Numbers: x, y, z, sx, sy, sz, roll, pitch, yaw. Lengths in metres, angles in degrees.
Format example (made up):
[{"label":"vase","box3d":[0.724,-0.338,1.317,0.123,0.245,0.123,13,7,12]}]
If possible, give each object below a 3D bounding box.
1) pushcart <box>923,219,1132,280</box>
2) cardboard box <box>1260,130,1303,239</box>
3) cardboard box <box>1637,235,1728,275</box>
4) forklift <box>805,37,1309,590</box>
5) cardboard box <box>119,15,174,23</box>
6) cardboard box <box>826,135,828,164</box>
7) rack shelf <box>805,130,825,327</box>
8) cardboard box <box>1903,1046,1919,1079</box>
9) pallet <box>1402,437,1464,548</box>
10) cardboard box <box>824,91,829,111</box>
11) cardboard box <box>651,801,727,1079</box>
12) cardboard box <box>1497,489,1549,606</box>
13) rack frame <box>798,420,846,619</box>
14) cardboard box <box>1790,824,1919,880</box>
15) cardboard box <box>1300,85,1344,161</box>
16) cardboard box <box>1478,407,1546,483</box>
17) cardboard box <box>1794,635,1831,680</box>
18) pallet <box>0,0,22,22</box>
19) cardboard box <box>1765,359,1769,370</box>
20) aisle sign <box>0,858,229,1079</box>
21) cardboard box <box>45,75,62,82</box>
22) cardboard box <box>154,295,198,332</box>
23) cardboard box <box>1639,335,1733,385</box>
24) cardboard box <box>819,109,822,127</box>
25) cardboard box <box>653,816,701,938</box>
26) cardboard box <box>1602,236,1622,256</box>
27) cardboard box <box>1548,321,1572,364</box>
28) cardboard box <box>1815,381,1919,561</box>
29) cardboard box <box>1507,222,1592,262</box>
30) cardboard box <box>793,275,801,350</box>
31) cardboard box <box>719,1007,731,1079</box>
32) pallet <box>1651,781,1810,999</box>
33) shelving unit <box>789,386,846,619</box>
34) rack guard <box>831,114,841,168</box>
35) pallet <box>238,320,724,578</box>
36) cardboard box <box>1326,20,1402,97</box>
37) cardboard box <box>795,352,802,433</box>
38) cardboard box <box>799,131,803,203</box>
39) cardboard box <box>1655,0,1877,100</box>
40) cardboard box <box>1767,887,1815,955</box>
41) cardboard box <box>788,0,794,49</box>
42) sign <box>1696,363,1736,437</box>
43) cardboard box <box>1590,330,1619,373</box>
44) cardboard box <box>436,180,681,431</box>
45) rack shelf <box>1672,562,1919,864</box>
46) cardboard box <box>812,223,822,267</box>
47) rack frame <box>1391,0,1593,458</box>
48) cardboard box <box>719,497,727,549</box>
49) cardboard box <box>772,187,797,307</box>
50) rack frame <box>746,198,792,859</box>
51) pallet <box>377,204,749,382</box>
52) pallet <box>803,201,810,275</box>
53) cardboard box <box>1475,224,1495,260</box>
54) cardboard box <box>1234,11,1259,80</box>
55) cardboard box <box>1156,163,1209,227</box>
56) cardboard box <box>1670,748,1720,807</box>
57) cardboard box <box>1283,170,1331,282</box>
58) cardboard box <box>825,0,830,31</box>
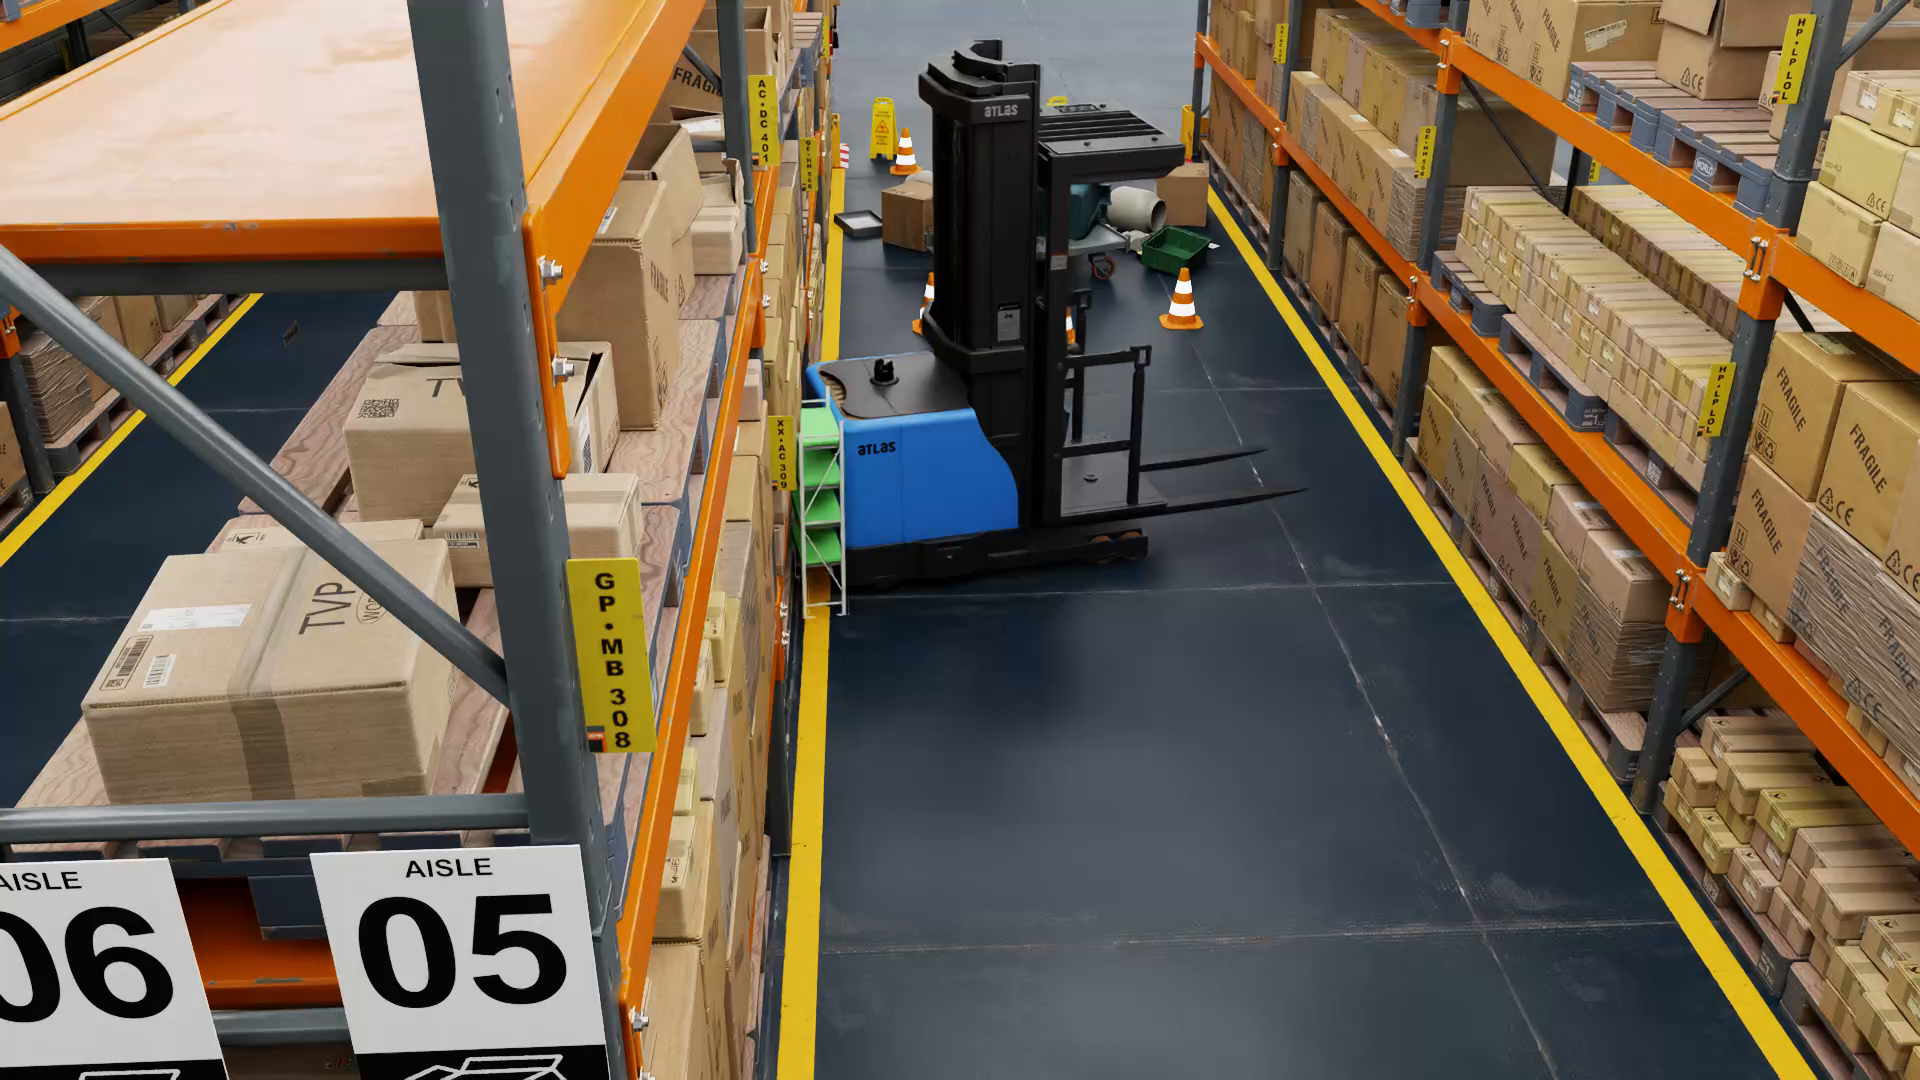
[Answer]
[{"label":"pushcart","box3d":[0.592,-2.523,14.678,1.648,0.377,0.936,-11,30,-20]},{"label":"cardboard box","box3d":[3.292,-3.310,15.195,0.875,0.875,0.875,-1,28,-2]},{"label":"cardboard box","box3d":[3.997,-1.578,9.205,0.380,0.149,0.250,-1,28,-3]},{"label":"forklift","box3d":[0.634,-1.383,9.732,3.031,2.935,1.130,-8,28,-14]},{"label":"cardboard box","box3d":[-7.032,-4.442,14.392,0.380,0.149,0.250,-2,28,-4]},{"label":"cardboard box","box3d":[-1.484,-3.433,15.296,0.500,0.500,0.500,0,28,-1]},{"label":"rack shelf","box3d":[-1.578,-2.364,12.318,1.077,0.370,4.000,-1,28,-3]},{"label":"cardboard box","box3d":[3.506,1.880,5.709,0.380,0.149,0.250,0,28,0]},{"label":"pallet","box3d":[3.504,-0.329,10.652,1.003,0.211,1.213,-1,28,-3]},{"label":"cardboard box","box3d":[-1.481,-4.272,16.204,0.380,0.149,0.250,0,28,0]},{"label":"cardboard box","box3d":[-0.831,0.980,3.938,0.500,0.500,0.500,-2,28,-4]},{"label":"cardboard box","box3d":[3.334,0.034,9.191,0.500,0.500,0.500,-2,28,-4]},{"label":"rack frame","box3d":[-0.755,-0.096,9.138,0.240,1.200,0.015,-5,28,-12]},{"label":"cardboard box","box3d":[3.538,1.263,6.569,0.380,0.149,0.250,-2,28,-4]},{"label":"cardboard box","box3d":[3.041,-3.335,13.293,0.500,0.500,0.500,-1,28,-2]},{"label":"cardboard box","box3d":[3.298,-0.549,9.497,0.500,0.250,0.500,-1,28,-2]},{"label":"cardboard box","box3d":[3.515,0.411,6.491,0.380,0.149,0.250,-3,28,-5]},{"label":"pallet","box3d":[-6.555,-3.196,10.094,1.213,0.211,1.003,0,28,0]},{"label":"cardboard box","box3d":[4.068,-0.837,8.108,0.380,0.149,0.250,-3,28,-5]},{"label":"aisle sign","box3d":[-1.362,0.823,2.618,0.394,0.787,0.004,-1,28,-3]},{"label":"cardboard box","box3d":[-6.874,-3.525,12.955,0.380,0.149,0.250,-2,28,-4]},{"label":"cardboard box","box3d":[-6.568,-2.020,12.992,0.875,0.625,0.625,-2,28,-3]},{"label":"cardboard box","box3d":[3.431,-0.841,7.794,0.380,0.149,0.250,-2,28,-4]},{"label":"cardboard box","box3d":[-1.379,-3.649,14.274,0.380,0.149,0.250,-2,28,-3]},{"label":"cardboard box","box3d":[-0.782,0.747,3.684,0.380,0.149,0.250,-1,28,-1]},{"label":"cardboard box","box3d":[3.977,-1.671,9.706,0.380,0.149,0.250,-1,28,-1]},{"label":"cardboard box","box3d":[3.370,-1.057,8.850,0.380,0.149,0.250,-2,28,-4]},{"label":"cardboard box","box3d":[3.496,-0.245,5.965,0.500,0.500,0.500,-2,28,-4]},{"label":"cardboard box","box3d":[3.333,-1.687,9.415,0.380,0.149,0.250,-3,28,-5]},{"label":"cardboard box","box3d":[-1.117,-1.225,8.976,0.500,0.250,0.500,-2,28,-4]},{"label":"cardboard box","box3d":[-0.849,1.429,4.159,0.500,0.500,0.500,-2,28,-3]},{"label":"pallet","box3d":[3.744,1.467,7.209,1.003,0.211,1.213,-1,28,-3]},{"label":"shelving unit","box3d":[-0.808,-0.208,9.348,0.258,1.200,0.503,-5,28,-12]},{"label":"rack guard","box3d":[-1.887,-4.311,17.975,1.175,0.500,0.348,-1,28,-3]},{"label":"pallet","box3d":[-1.172,-0.263,4.363,1.003,0.211,1.213,-1,28,-3]},{"label":"cardboard box","box3d":[3.316,-3.794,13.092,0.700,0.500,0.500,-2,28,-3]},{"label":"cardboard box","box3d":[-1.081,-0.763,8.631,0.500,0.250,0.500,-2,28,-3]},{"label":"cardboard box","box3d":[-1.266,-2.336,10.601,0.500,0.500,0.500,-2,28,-4]},{"label":"cardboard box","box3d":[3.724,-2.357,7.717,0.797,0.503,0.637,-2,28,-3]},{"label":"cardboard box","box3d":[3.513,1.527,6.707,0.380,0.149,0.250,-2,28,-4]},{"label":"cardboard box","box3d":[-1.232,-2.868,8.699,0.700,0.500,0.500,-3,28,-5]},{"label":"sign","box3d":[3.119,-0.577,6.861,0.100,0.325,0.005,-1,28,-3]},{"label":"cardboard box","box3d":[3.399,-0.947,8.318,0.380,0.149,0.250,-3,28,-5]},{"label":"cardboard box","box3d":[-1.012,-0.605,4.252,0.500,0.500,0.500,-1,28,-2]},{"label":"rack shelf","box3d":[3.778,1.164,5.553,1.077,0.370,4.000,-1,28,-3]},{"label":"cardboard box","box3d":[-1.653,-2.386,13.969,0.950,0.372,0.625,-1,28,-2]},{"label":"rack frame","box3d":[3.464,-1.926,10.699,1.000,3.000,0.127,-1,28,-3]},{"label":"cardboard box","box3d":[-0.942,-0.082,5.273,0.380,0.149,0.250,-2,28,-3]},{"label":"cardboard box","box3d":[-1.131,-1.549,8.786,0.500,0.500,0.500,-1,28,-3]},{"label":"rack frame","box3d":[-1.265,0.087,6.839,1.000,3.000,0.127,-1,28,-3]},{"label":"pallet","box3d":[-1.233,-0.825,5.441,1.003,0.211,1.213,-1,28,-3]},{"label":"pallet","box3d":[-1.617,-2.001,11.051,1.213,0.211,1.003,-1,28,-3]},{"label":"cardboard box","box3d":[3.305,-1.779,9.914,0.380,0.149,0.250,0,28,0]},{"label":"cardboard box","box3d":[3.134,-4.758,15.967,0.875,0.550,0.500,-1,28,-3]},{"label":"cardboard box","box3d":[2.150,-3.358,16.145,0.500,0.500,0.500,3,28,6]},{"label":"cardboard box","box3d":[3.372,1.042,7.315,0.380,0.149,0.250,0,28,0]},{"label":"cardboard box","box3d":[3.378,-2.677,14.119,1.050,0.750,0.750,-2,28,-3]},{"label":"cardboard box","box3d":[-1.494,-4.671,14.452,0.700,0.500,0.500,-1,28,-2]}]
